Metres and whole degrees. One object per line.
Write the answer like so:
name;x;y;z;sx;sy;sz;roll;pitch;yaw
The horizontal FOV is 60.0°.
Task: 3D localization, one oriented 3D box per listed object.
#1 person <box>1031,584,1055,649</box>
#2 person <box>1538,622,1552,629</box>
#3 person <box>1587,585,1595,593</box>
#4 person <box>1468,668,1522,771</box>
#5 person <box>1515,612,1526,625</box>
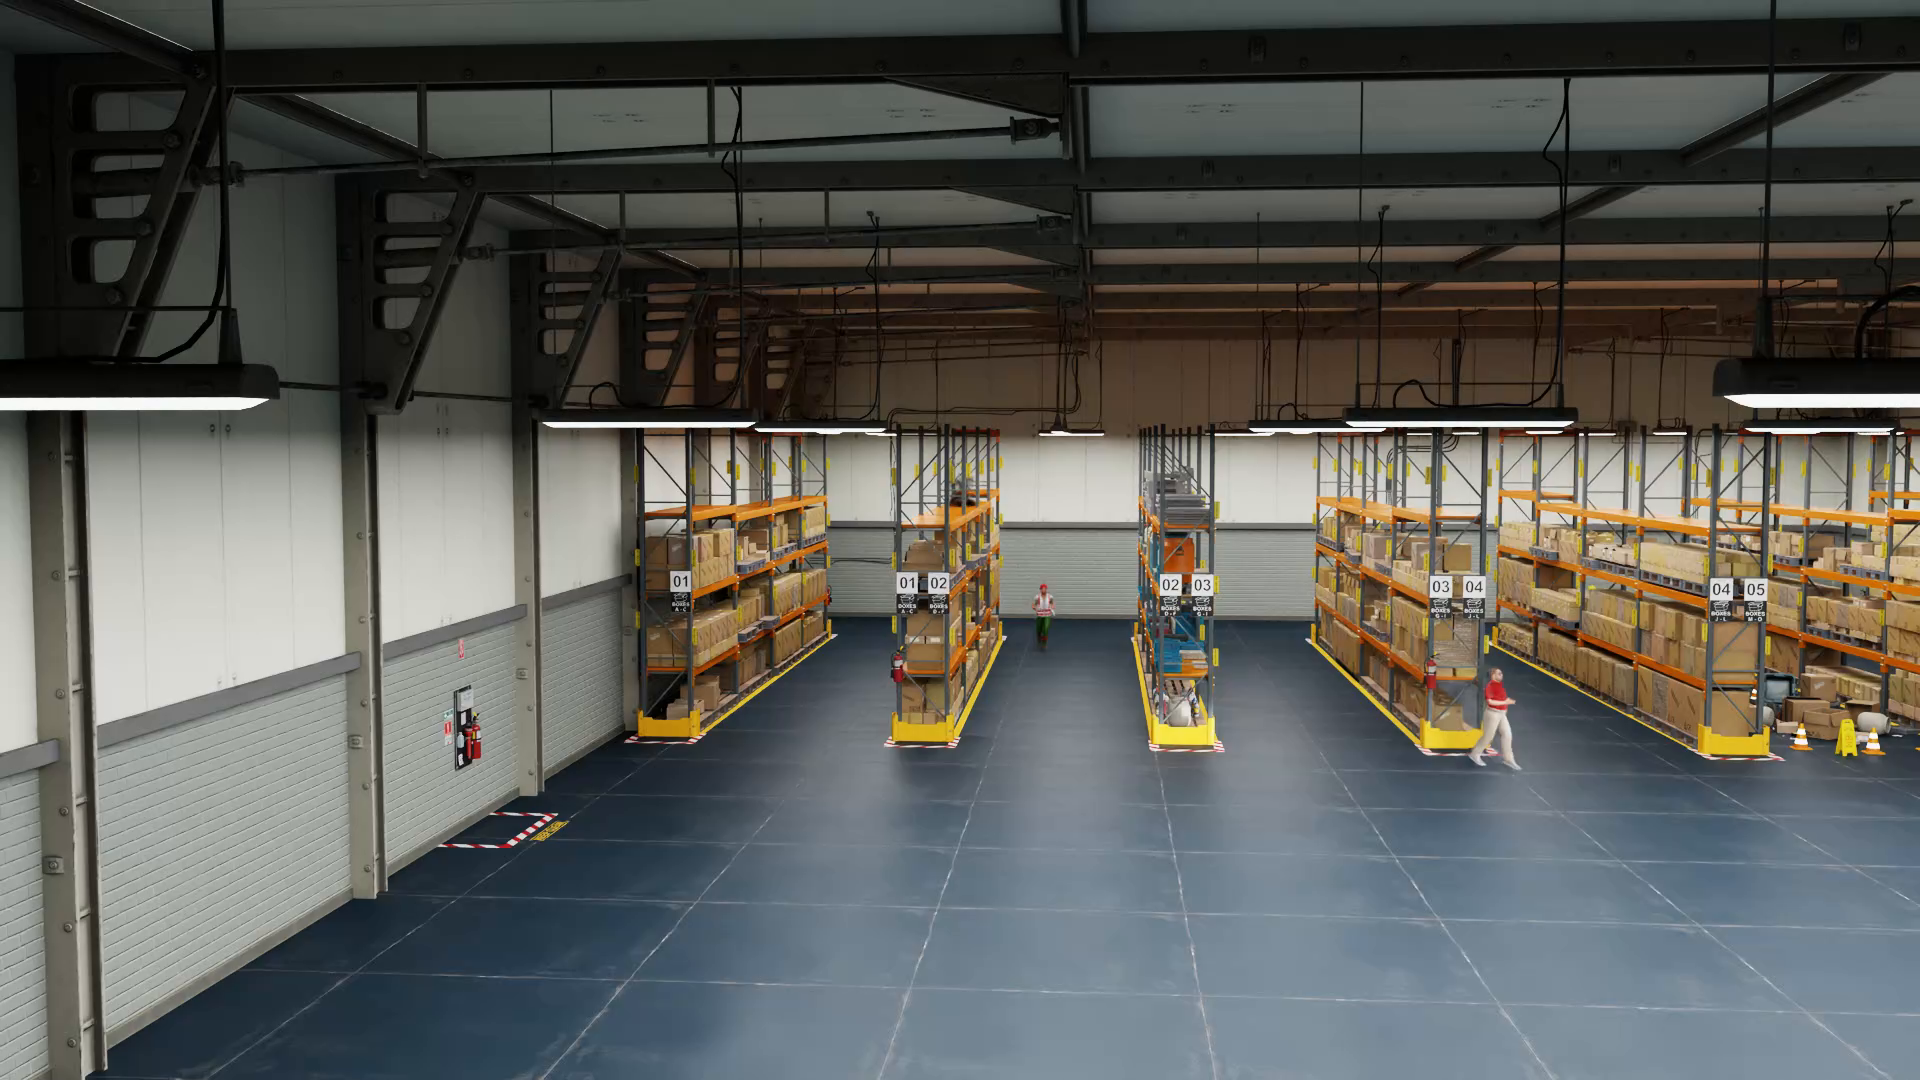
person;2.267;2.080;45.351;0.659;1.760;0.815;0;3;-3
person;16.546;2.016;47.427;0.647;1.684;0.614;1;4;13
person;17.106;2.107;45.173;0.690;1.762;0.784;0;3;3
person;9.268;3.090;28.823;0.876;1.765;0.664;3;5;42
person;16.030;2.021;47.415;0.565;1.640;0.797;2;4;34
